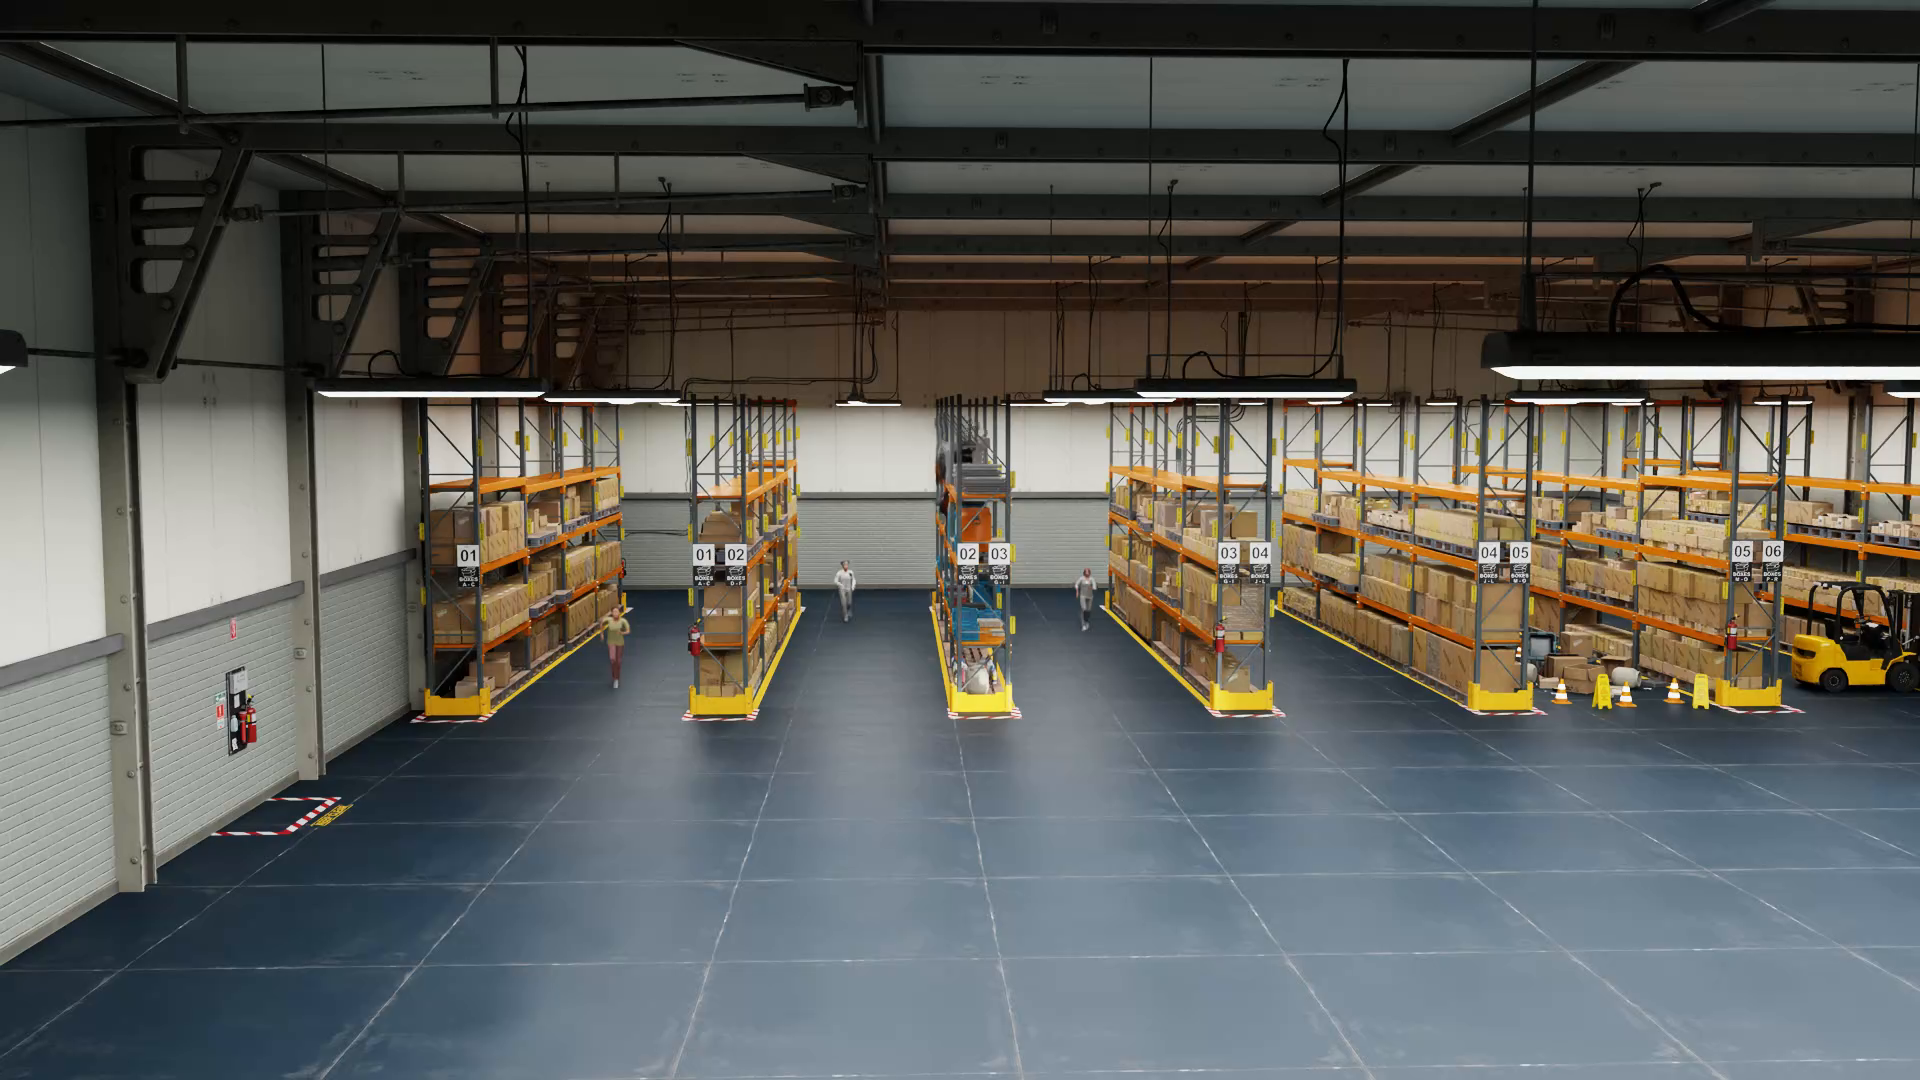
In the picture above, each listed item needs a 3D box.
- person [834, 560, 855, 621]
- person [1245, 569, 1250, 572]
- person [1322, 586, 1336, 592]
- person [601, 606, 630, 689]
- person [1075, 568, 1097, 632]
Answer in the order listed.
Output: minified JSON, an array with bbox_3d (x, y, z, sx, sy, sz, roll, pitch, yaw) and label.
[{"bbox_3d":[-3.089,1.370,44.875,0.603,1.663,0.543,-1,5,-14],"label":"person"},{"bbox_3d":[8.045,1.198,46.960,0.657,1.681,0.578,1,5,12],"label":"person"},{"bbox_3d":[10.813,1.112,48.403,0.589,1.603,0.638,4,6,41],"label":"person"},{"bbox_3d":[-7.115,2.192,34.366,0.600,1.690,0.815,-1,5,-12],"label":"person"},{"bbox_3d":[3.269,1.584,43.039,0.508,1.550,0.728,-1,5,-7],"label":"person"}]
